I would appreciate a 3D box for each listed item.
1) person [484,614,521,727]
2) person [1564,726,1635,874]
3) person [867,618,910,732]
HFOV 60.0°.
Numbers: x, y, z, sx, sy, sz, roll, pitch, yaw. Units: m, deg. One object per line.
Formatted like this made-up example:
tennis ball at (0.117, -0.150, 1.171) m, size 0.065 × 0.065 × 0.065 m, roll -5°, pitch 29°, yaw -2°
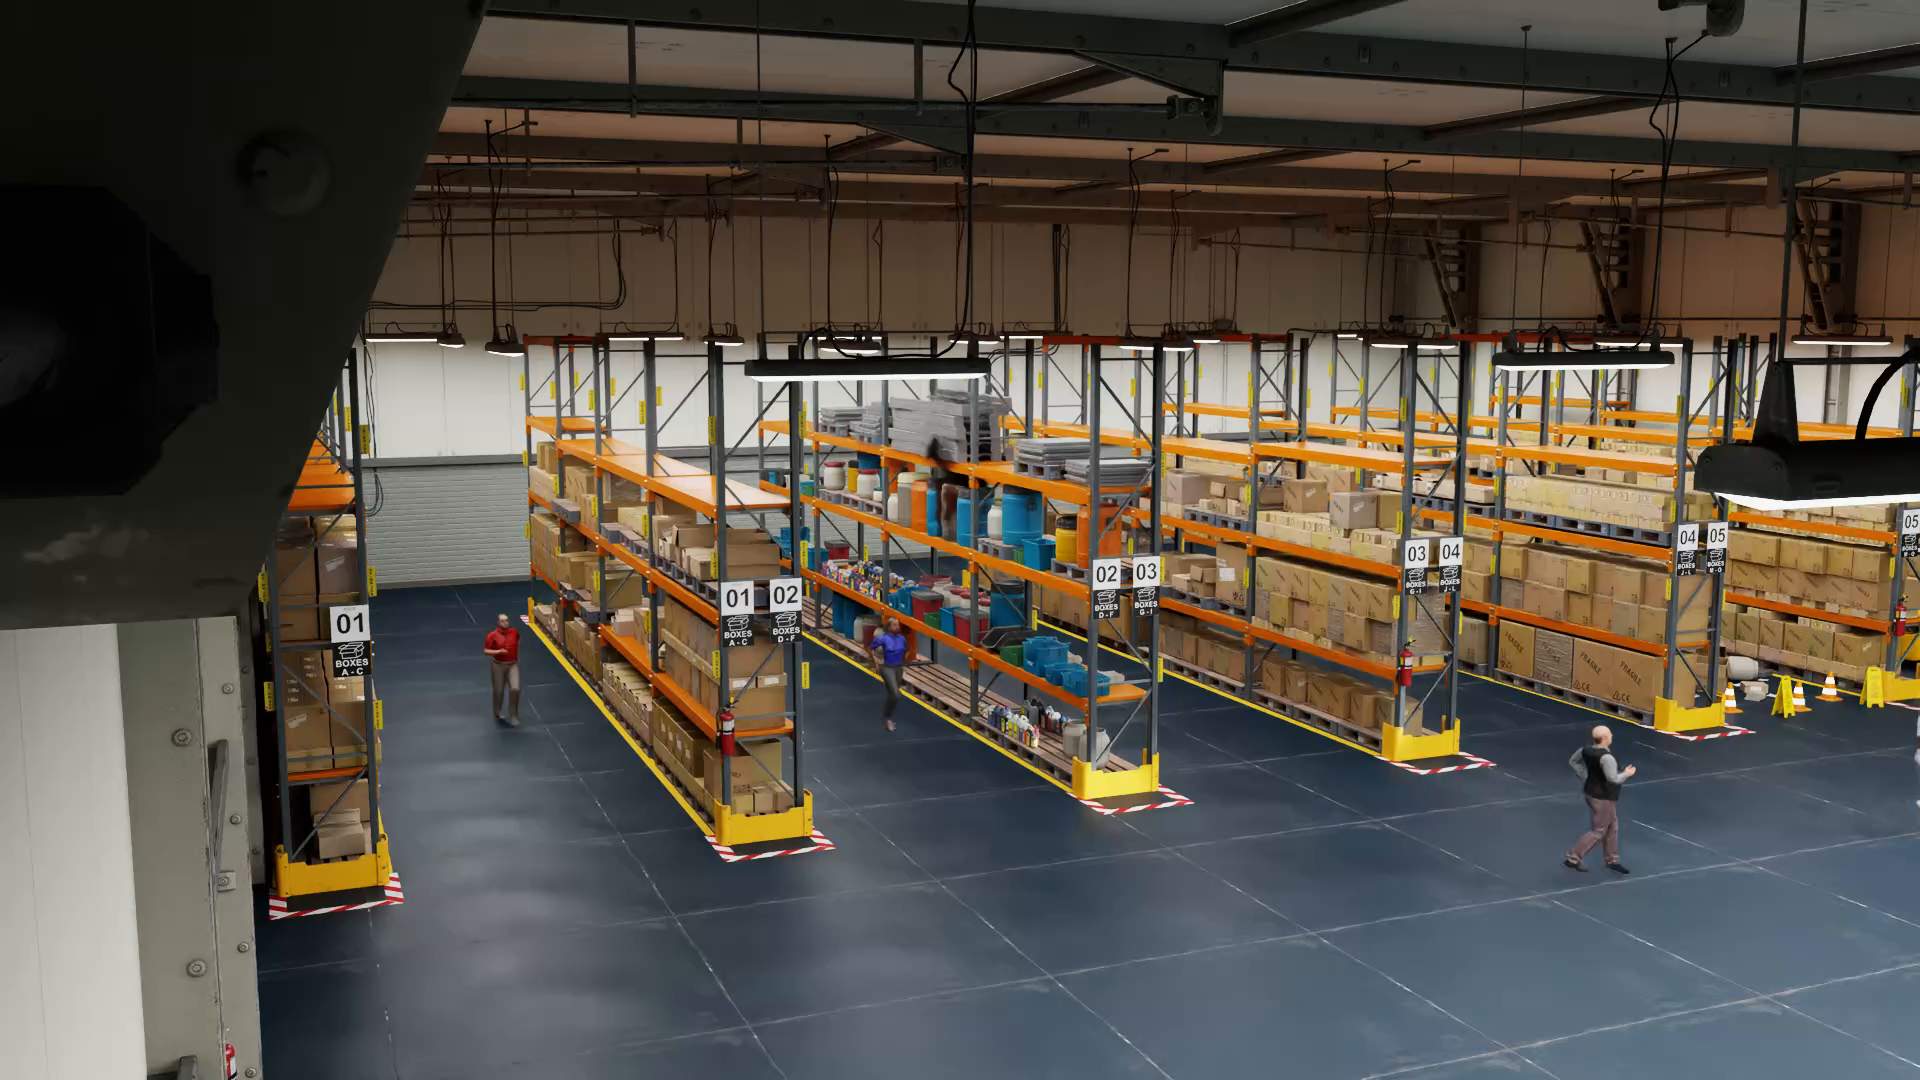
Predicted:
person at (-7.114, 2.038, 26.017) m, size 0.651 × 1.790 × 0.740 m, roll -5°, pitch 9°, yaw -32°
person at (7.263, 2.965, 18.850) m, size 0.826 × 1.755 × 0.650 m, roll 0°, pitch 8°, yaw -2°
person at (-0.979, 1.990, 24.502) m, size 0.561 × 1.694 × 0.623 m, roll -6°, pitch 10°, yaw -39°
